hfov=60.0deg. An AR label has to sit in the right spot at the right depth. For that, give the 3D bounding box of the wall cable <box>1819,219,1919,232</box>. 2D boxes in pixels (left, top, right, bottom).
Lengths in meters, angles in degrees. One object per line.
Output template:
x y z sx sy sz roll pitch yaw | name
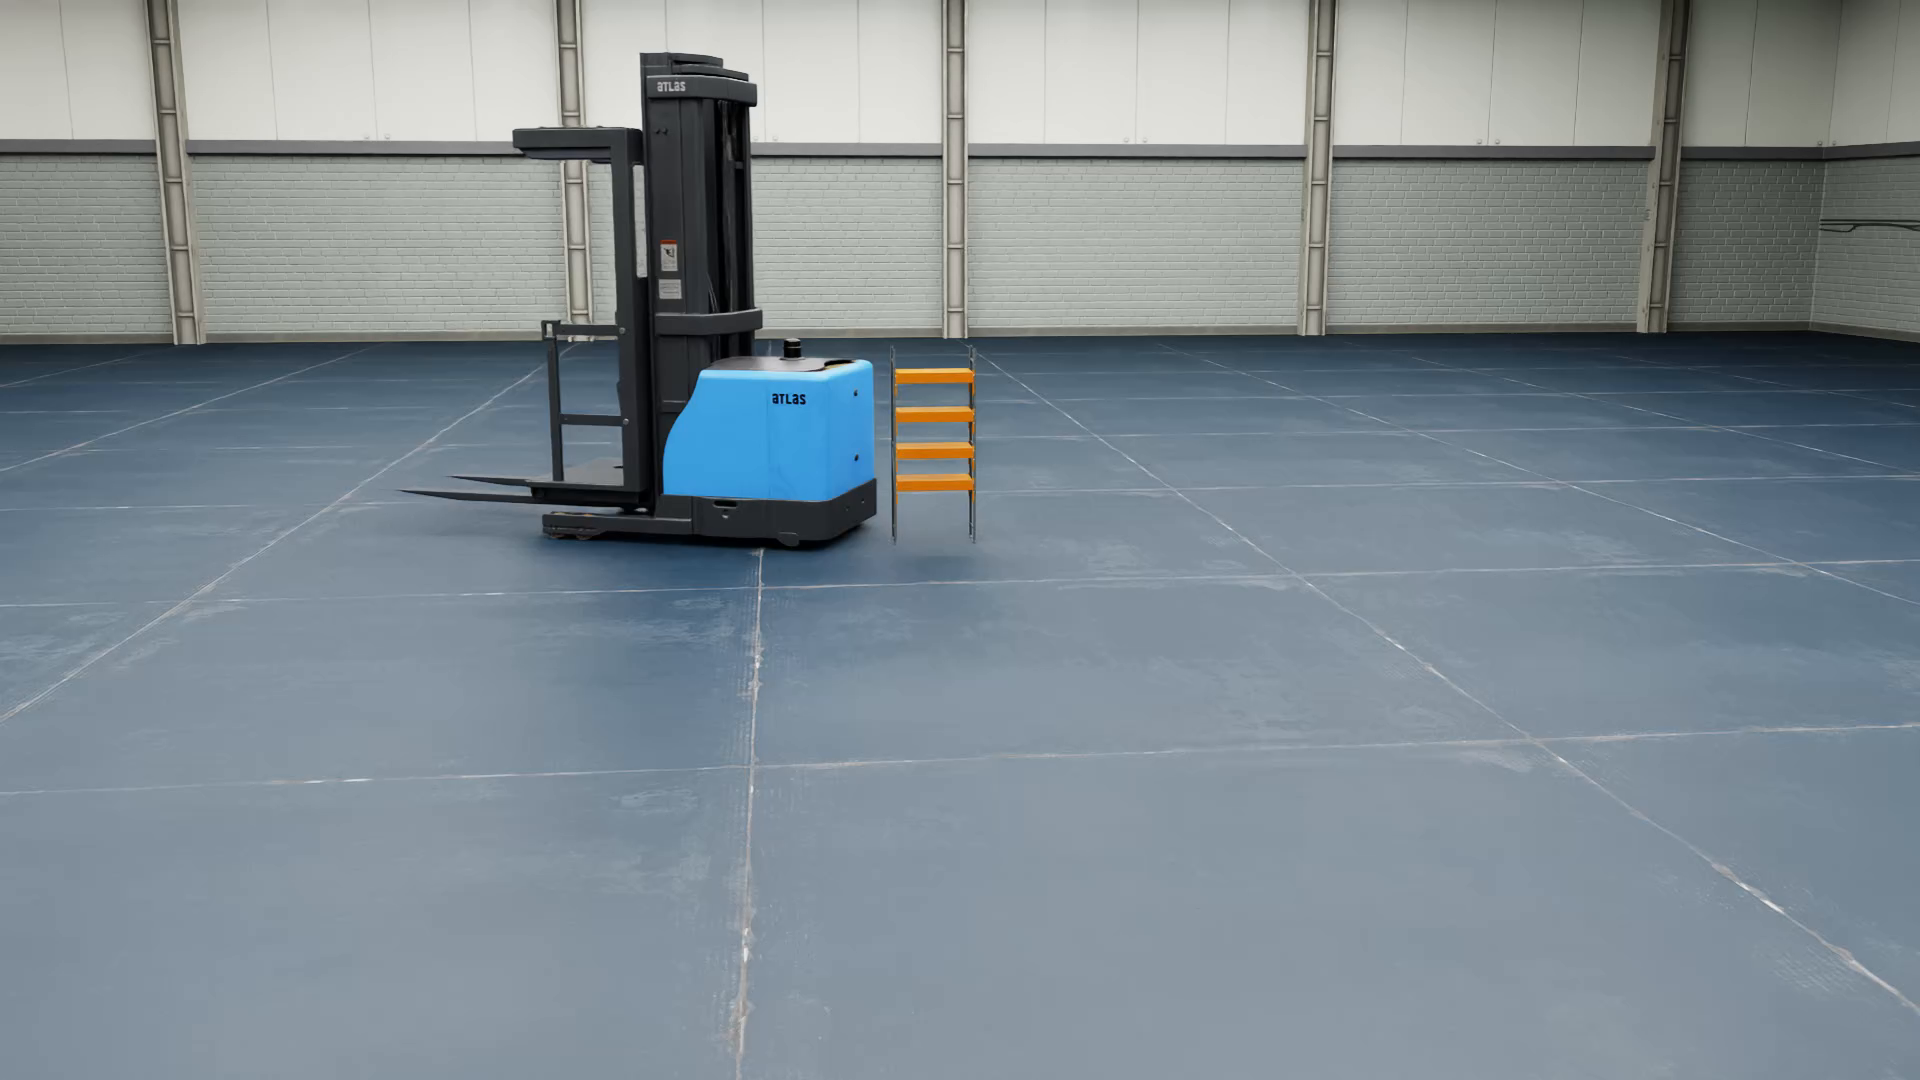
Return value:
14.916 -6.265 26.960 0.112 2.526 3.097 -1 11 -6 | wall cable

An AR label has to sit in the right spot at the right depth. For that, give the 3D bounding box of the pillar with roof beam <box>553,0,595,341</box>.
-5.585 -6.781 21.531 0.400 9.000 9.100 -1 11 -6 | pillar with roof beam

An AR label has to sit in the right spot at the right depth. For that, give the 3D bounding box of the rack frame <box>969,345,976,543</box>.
0.078 -0.590 10.261 0.015 1.200 0.240 -1 11 -6 | rack frame

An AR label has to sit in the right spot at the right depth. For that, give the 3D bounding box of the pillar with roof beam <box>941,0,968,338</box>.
0.380 -6.906 22.167 0.400 9.000 9.100 -1 11 -6 | pillar with roof beam

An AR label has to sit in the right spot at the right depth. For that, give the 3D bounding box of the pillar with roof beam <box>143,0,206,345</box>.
-11.550 -6.656 20.895 0.400 9.000 9.100 -1 11 -6 | pillar with roof beam

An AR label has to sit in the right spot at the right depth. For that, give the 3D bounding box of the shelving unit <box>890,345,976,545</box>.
-0.165 -0.585 10.235 0.503 1.200 0.258 -1 11 -6 | shelving unit

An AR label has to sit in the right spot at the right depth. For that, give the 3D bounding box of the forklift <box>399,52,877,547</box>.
-2.118 -1.531 10.559 3.031 2.935 1.130 3 12 15 | forklift

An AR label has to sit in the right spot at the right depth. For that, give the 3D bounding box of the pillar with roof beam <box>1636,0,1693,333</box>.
12.310 -7.156 23.439 0.400 9.000 9.100 -1 11 -6 | pillar with roof beam

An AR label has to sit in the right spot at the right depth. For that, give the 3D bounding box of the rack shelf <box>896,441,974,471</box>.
-0.165 -0.519 10.248 0.480 0.148 0.258 -1 11 -6 | rack shelf

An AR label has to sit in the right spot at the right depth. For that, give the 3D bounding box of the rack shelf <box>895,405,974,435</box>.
-0.165 -0.739 10.205 0.480 0.148 0.258 -1 11 -6 | rack shelf

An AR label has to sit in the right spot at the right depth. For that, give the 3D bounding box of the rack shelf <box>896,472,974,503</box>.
-0.165 -0.324 10.286 0.480 0.148 0.258 -1 11 -6 | rack shelf

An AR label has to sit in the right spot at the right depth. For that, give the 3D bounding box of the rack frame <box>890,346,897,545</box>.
-0.407 -0.580 10.209 0.015 1.200 0.240 -1 11 -6 | rack frame

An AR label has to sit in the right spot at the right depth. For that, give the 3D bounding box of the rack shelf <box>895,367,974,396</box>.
-0.165 -0.971 10.159 0.480 0.148 0.258 -1 11 -6 | rack shelf

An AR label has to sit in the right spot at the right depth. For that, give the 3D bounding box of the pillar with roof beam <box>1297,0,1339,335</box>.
6.345 -7.031 22.803 0.400 9.000 9.100 -1 11 -6 | pillar with roof beam
